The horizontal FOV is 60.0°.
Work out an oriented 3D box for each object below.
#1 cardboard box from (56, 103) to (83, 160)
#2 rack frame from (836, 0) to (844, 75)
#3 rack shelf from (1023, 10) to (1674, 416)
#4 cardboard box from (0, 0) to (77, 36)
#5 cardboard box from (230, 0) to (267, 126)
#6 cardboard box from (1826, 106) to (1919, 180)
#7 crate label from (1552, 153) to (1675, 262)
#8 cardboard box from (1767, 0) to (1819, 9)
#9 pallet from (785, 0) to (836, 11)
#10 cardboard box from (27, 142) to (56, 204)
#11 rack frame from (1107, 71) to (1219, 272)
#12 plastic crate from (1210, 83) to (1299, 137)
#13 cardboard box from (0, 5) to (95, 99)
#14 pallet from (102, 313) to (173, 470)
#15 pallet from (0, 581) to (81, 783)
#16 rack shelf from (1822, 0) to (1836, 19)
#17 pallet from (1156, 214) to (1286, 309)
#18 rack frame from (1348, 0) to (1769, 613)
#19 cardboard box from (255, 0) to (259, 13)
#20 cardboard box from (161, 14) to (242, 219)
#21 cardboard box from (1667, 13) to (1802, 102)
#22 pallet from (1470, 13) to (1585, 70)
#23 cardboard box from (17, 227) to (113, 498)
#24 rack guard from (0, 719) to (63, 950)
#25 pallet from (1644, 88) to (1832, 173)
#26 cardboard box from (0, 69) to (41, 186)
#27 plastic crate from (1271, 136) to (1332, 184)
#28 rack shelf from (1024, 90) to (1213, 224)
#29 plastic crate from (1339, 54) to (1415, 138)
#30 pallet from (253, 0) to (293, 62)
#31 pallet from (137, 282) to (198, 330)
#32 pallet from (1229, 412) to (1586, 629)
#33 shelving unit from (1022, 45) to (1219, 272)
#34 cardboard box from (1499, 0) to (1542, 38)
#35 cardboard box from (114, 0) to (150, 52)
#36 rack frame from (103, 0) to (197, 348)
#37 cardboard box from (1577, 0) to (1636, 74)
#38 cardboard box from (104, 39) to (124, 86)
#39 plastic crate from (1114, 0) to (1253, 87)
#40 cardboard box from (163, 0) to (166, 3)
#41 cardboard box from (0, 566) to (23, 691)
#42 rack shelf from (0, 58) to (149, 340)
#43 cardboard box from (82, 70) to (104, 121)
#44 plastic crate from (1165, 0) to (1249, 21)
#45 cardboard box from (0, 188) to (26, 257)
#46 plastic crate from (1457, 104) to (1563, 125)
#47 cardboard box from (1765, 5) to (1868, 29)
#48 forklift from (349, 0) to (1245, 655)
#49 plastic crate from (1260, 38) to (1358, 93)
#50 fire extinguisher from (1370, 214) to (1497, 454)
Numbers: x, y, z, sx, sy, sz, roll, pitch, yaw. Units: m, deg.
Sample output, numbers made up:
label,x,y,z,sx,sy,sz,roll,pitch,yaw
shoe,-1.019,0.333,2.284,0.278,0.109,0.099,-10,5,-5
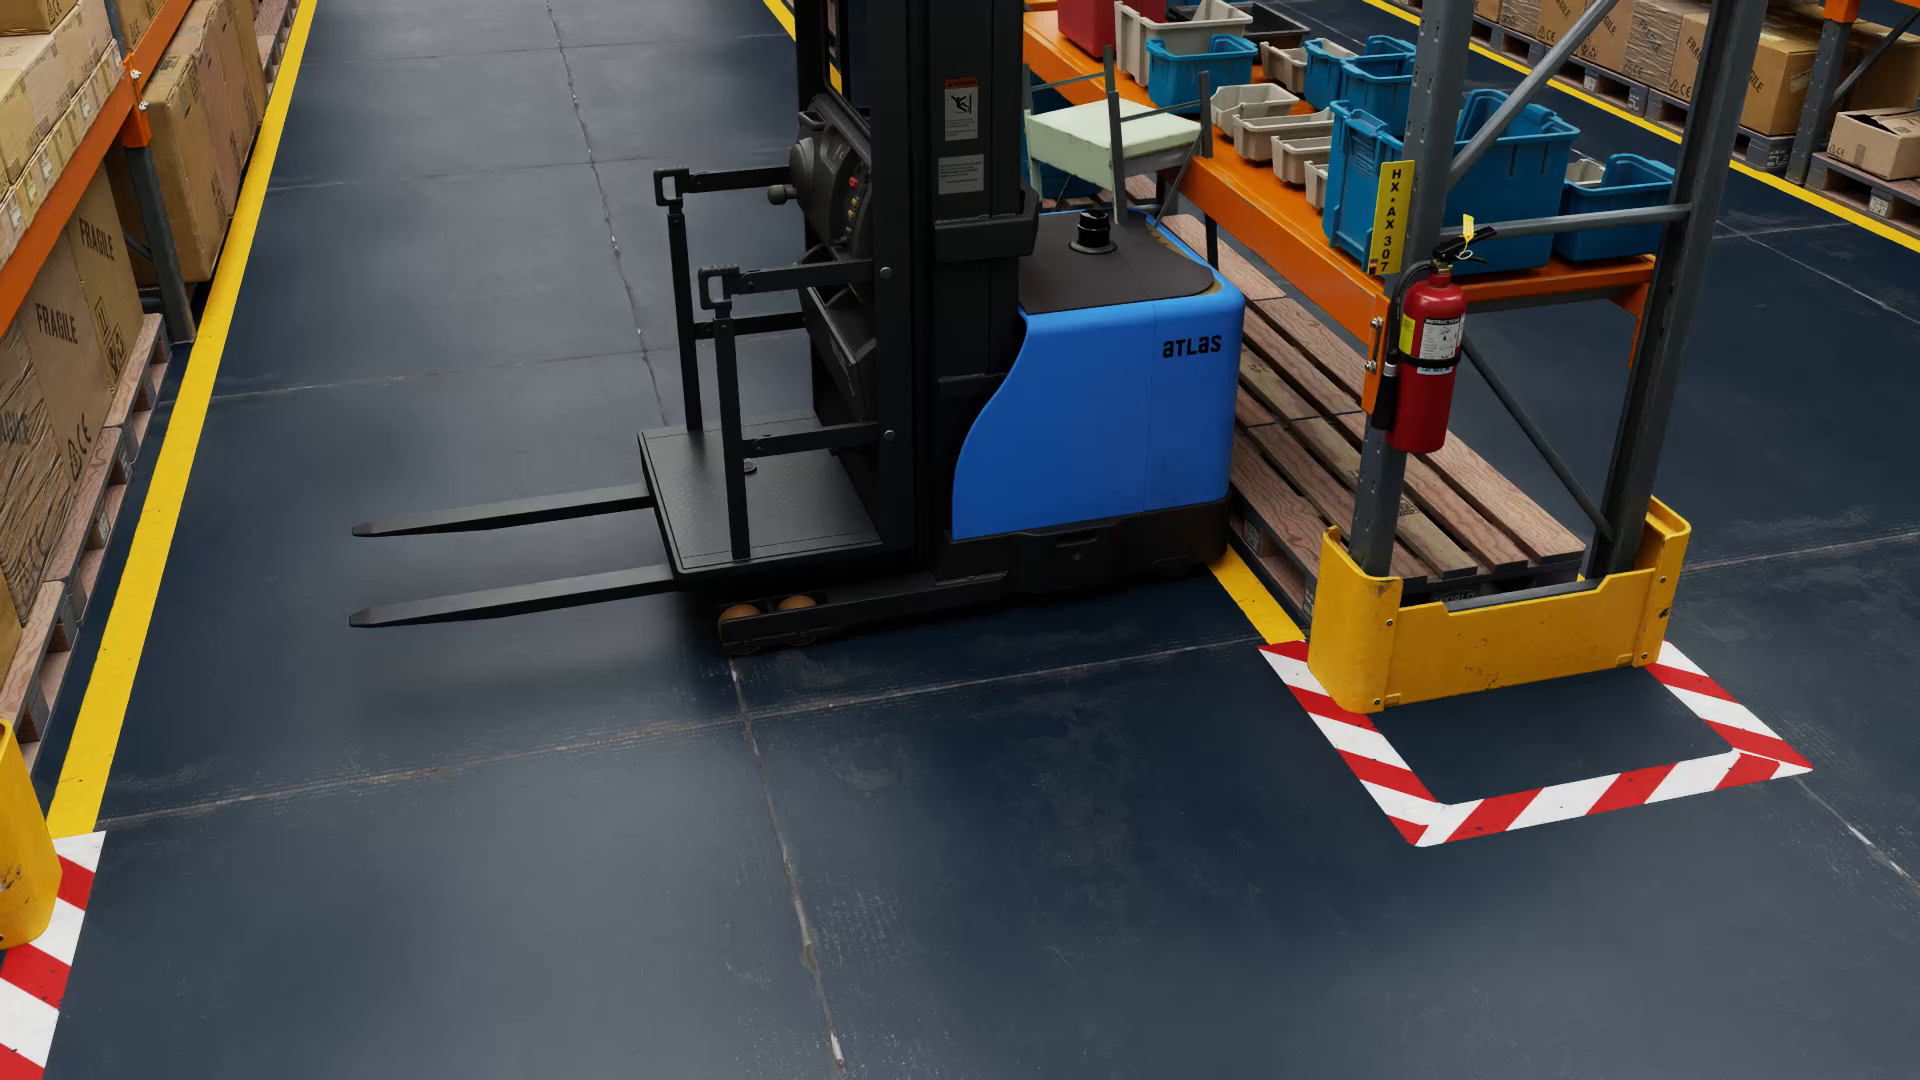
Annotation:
label,x,y,z,sx,sy,sz,roll,pitch,yaw
cardboard box,-3.438,-1.471,6.048,0.380,0.149,0.250,-7,31,-12
rack frame,-0.394,-4.771,11.498,1.000,3.000,0.127,-8,31,-13
rack shelf,1.198,-1.562,6.672,1.077,0.370,4.000,-8,31,-13
cardboard box,-3.599,-2.140,6.057,0.500,0.500,0.500,-8,31,-13
cardboard box,-5.007,-3.038,10.207,1.225,0.875,0.875,-9,31,-16
cardboard box,5.347,-2.291,9.459,0.500,0.311,0.500,-8,31,-13
crate label,1.981,-1.023,5.131,0.416,0.233,0.303,-8,31,-13
cardboard box,5.285,-3.678,10.917,0.500,0.250,0.500,-8,31,-13
pallet,-0.883,-4.531,13.868,1.003,0.211,1.213,-8,31,-13
cardboard box,-3.303,-1.224,5.621,0.380,0.149,0.250,-7,31,-12
rack frame,0.789,-0.955,6.212,0.400,1.500,0.023,-17,28,-18
plastic crate,1.081,-1.602,6.227,0.298,0.136,0.250,-8,31,-13
cardboard box,-3.598,-1.816,6.246,0.500,0.250,0.500,-7,31,-12
pallet,-3.982,-0.596,7.069,1.003,0.211,1.213,-8,31,-13
pallet,-3.334,0.583,5.033,1.003,0.211,1.213,-8,31,-13
rack shelf,4.913,-4.150,11.144,1.077,0.370,4.000,-8,31,-13
pallet,0.900,-1.282,8.254,1.003,0.211,1.213,-8,31,-13
rack frame,1.729,-0.907,4.823,1.000,3.000,0.127,-8,31,-13
cardboard box,-5.832,-4.350,12.828,0.700,0.500,0.500,-11,32,-18
cardboard box,-4.535,-2.180,8.725,1.225,0.875,0.875,-9,31,-15
cardboard box,4.914,-3.044,10.571,0.500,0.500,0.500,-8,31,-13
pallet,4.544,-3.855,12.700,1.003,0.211,1.213,-8,31,-13
cardboard box,-3.771,-0.678,6.130,0.875,0.875,0.875,-8,31,-13
rack guard,-3.040,0.845,4.291,1.175,0.500,0.348,-8,31,-13
pallet,5.192,-2.677,10.664,1.003,0.211,1.213,-8,31,-13
cardboard box,-3.331,-1.325,5.397,0.500,0.250,0.500,-8,31,-14
plastic crate,1.275,-1.330,5.758,0.396,0.136,0.243,-8,31,-13
rack shelf,0.599,-1.438,6.343,0.431,0.370,0.720,-17,28,-18
plastic crate,1.631,-1.659,6.230,0.416,0.233,0.300,-8,31,-13
pallet,-5.696,-3.871,12.727,1.003,0.211,1.213,-8,31,-13
pallet,-4.385,-1.336,8.348,1.003,0.211,1.213,-8,31,-13
pallet,1.548,-0.104,6.218,1.003,0.211,1.213,-8,31,-13
shelving unit,0.644,-1.093,6.519,0.431,1.500,0.755,-17,28,-18
cardboard box,4.372,-4.026,12.268,0.500,0.500,0.500,-9,31,-15
cardboard box,-3.989,-2.479,7.439,0.500,0.500,0.500,-8,31,-13
rack frame,-4.108,-2.180,7.023,1.000,3.000,0.127,-8,31,-13
cardboard box,4.644,-3.532,11.414,0.500,0.500,0.500,-9,31,-15
cardboard box,-3.711,-1.968,6.906,0.380,0.149,0.250,-8,31,-13
plastic crate,0.895,-2.052,6.859,0.437,0.282,0.530,-8,31,-13
cardboard box,-4.256,-2.963,8.276,0.500,0.500,0.500,-9,31,-14
cardboard box,-3.293,0.191,4.628,0.875,0.875,0.875,-8,31,-13
rack shelf,-3.577,-0.903,5.534,1.077,0.370,4.000,-8,31,-13
cardboard box,-3.575,-1.720,6.477,0.380,0.149,0.250,-8,31,-14
plastic crate,1.120,-2.678,7.838,0.392,0.384,0.575,-8,31,-13
cardboard box,-3.166,-0.976,5.192,0.380,0.149,0.250,-8,31,-14
plastic crate,1.806,-1.341,5.681,0.416,0.233,0.300,-8,31,-13
cardboard box,5.398,-3.126,10.713,0.500,0.500,0.500,-7,31,-13
forklift,-0.603,-1.178,5.360,3.031,2.935,1.130,-9,31,-14
plastic crate,1.419,-1.950,6.827,0.293,0.136,0.466,-8,31,-13
fire extinguisher,1.331,-0.579,4.705,0.296,0.674,0.183,-8,31,-13
